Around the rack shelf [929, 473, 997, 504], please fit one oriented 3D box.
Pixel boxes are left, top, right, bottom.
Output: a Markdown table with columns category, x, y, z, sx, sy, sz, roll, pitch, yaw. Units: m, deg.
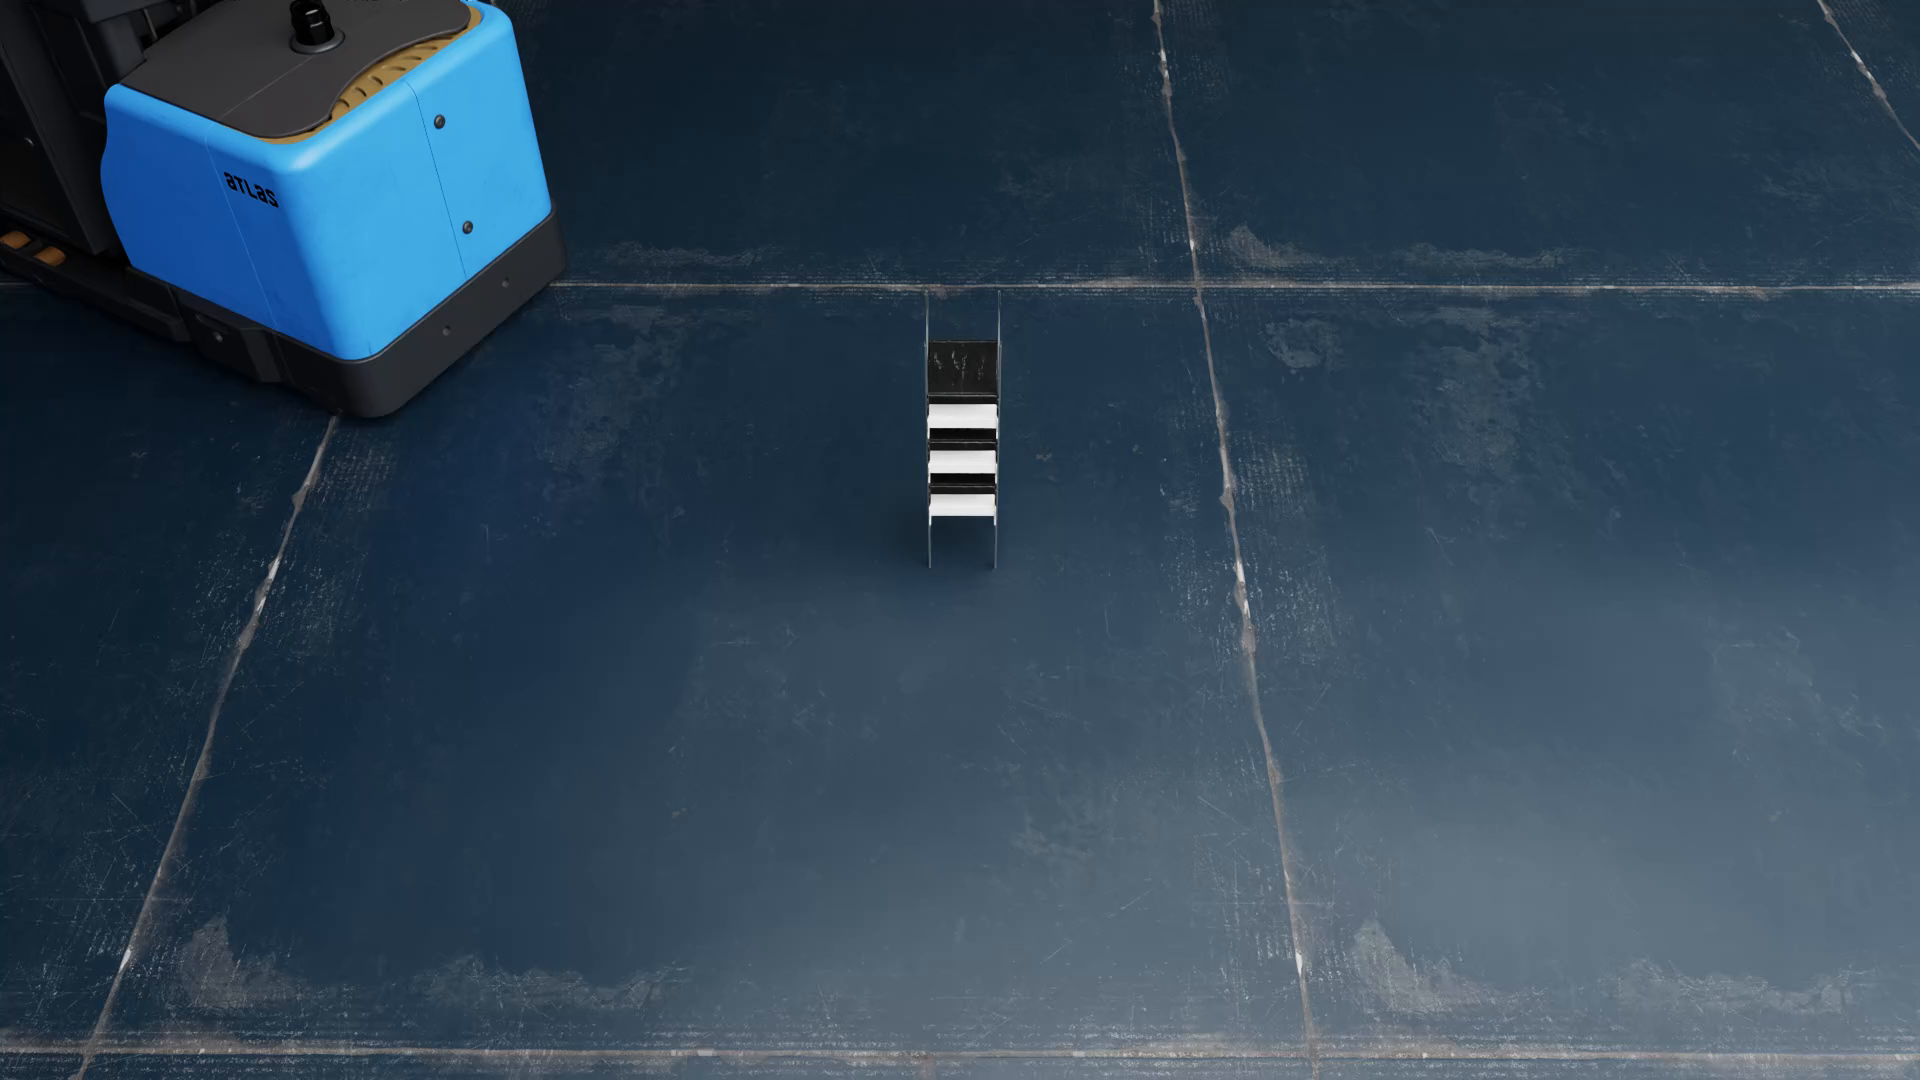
| category | x | y | z | sx | sy | sz | roll | pitch | yaw |
| --- | --- | --- | --- | --- | --- | --- | --- | --- | --- |
| rack shelf | 0.008 | -0.223 | 5.011 | 0.200 | 0.077 | 0.258 | 0 | 47 | 0 |

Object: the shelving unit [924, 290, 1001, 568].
| category | x | y | z | sx | sy | sz | roll | pitch | yaw |
| --- | --- | --- | --- | --- | --- | --- | --- | --- | --- |
| shelving unit | 0.008 | -0.307 | 4.921 | 0.210 | 0.900 | 0.258 | 0 | 47 | 0 |

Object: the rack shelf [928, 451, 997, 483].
| category | x | y | z | sx | sy | sz | roll | pitch | yaw |
| --- | --- | --- | --- | --- | --- | --- | --- | --- | --- |
| rack shelf | 0.008 | -0.284 | 4.945 | 0.200 | 0.077 | 0.258 | 0 | 47 | 0 |

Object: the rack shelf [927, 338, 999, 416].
| category | x | y | z | sx | sy | sz | roll | pitch | yaw |
| --- | --- | --- | --- | --- | --- | --- | --- | --- | --- |
| rack shelf | 0.008 | -0.468 | 4.747 | 0.200 | 0.077 | 0.258 | 0 | 47 | 0 |

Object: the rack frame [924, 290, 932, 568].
| category | x | y | z | sx | sy | sz | roll | pitch | yaw |
| --- | --- | --- | --- | --- | --- | --- | --- | --- | --- |
| rack frame | -0.094 | -0.307 | 4.921 | 0.006 | 0.900 | 0.240 | 0 | 47 | 0 |

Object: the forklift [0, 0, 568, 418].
| category | x | y | z | sx | sy | sz | roll | pitch | yaw |
| --- | --- | --- | --- | --- | --- | --- | --- | --- | --- |
| forklift | -2.974 | -2.213 | 5.308 | 3.031 | 2.935 | 1.130 | 23 | 51 | 20 |

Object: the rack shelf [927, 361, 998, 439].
| category | x | y | z | sx | sy | sz | roll | pitch | yaw |
| --- | --- | --- | --- | --- | --- | --- | --- | --- | --- |
| rack shelf | 0.008 | -0.406 | 4.813 | 0.200 | 0.077 | 0.258 | 0 | 47 | 0 |

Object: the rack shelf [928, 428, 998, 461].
| category | x | y | z | sx | sy | sz | roll | pitch | yaw |
| --- | --- | --- | --- | --- | --- | --- | --- | --- | --- |
| rack shelf | 0.008 | -0.345 | 4.879 | 0.200 | 0.077 | 0.258 | 0 | 47 | 0 |

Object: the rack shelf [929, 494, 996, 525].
| category | x | y | z | sx | sy | sz | roll | pitch | yaw |
| --- | --- | --- | --- | --- | --- | --- | --- | --- | --- |
| rack shelf | 0.008 | -0.161 | 5.077 | 0.200 | 0.077 | 0.258 | 0 | 47 | 0 |

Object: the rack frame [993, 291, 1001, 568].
| category | x | y | z | sx | sy | sz | roll | pitch | yaw |
| --- | --- | --- | --- | --- | --- | --- | --- | --- | --- |
| rack frame | 0.110 | -0.306 | 4.920 | 0.006 | 0.900 | 0.240 | 0 | 47 | 0 |
